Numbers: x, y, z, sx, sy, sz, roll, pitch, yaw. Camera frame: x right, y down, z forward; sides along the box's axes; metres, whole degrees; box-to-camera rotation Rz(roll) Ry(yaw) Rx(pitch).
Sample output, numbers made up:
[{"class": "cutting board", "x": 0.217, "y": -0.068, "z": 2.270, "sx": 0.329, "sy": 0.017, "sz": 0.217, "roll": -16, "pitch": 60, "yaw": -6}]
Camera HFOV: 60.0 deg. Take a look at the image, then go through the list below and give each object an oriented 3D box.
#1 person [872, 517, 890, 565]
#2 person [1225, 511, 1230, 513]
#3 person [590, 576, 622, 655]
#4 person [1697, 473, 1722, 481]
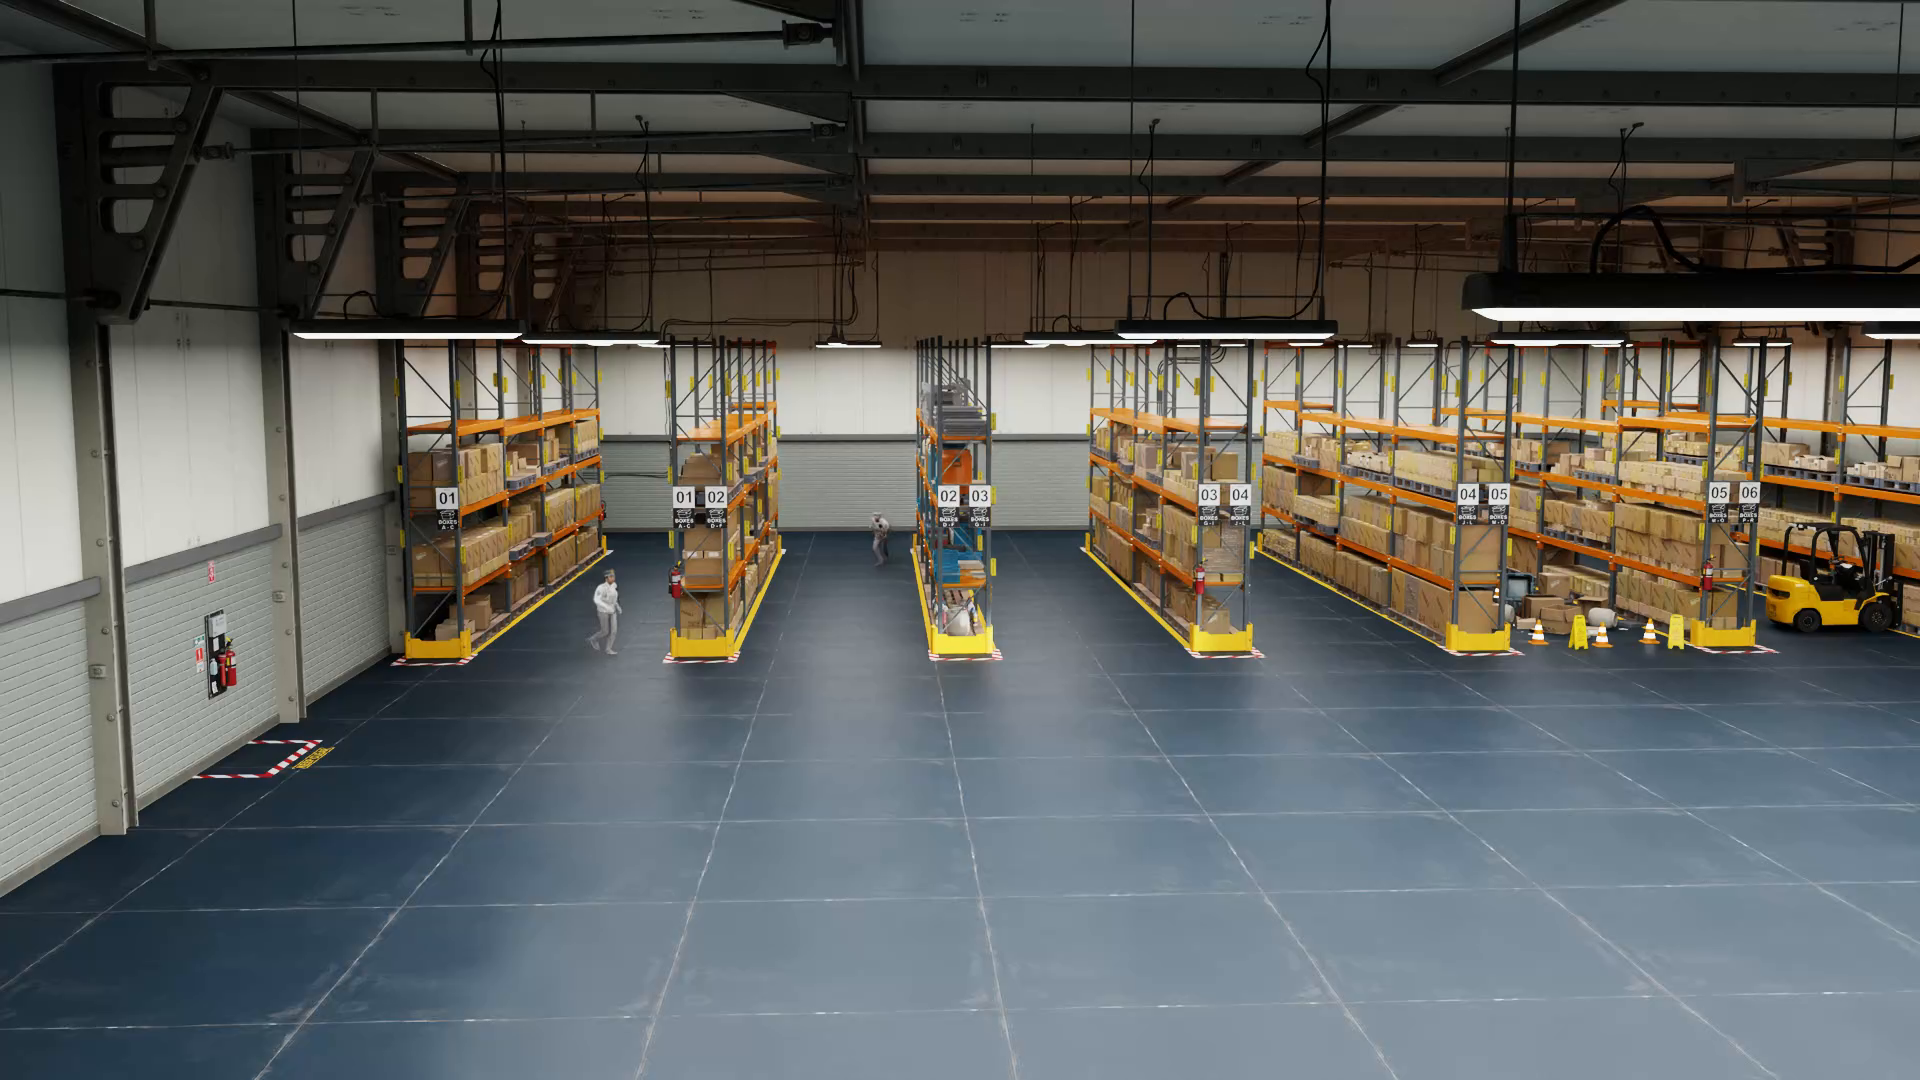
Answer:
[{"class": "person", "x": -2.078, "y": -0.057, "z": 44.831, "sx": 0.566, "sy": 1.450, "sz": 1.071, "roll": 2, "pitch": 7, "yaw": 21}, {"class": "person", "x": 7.838, "y": -0.643, "z": 48.702, "sx": 0.562, "sy": 1.690, "sz": 0.811, "roll": 1, "pitch": 7, "yaw": 13}, {"class": "person", "x": -6.726, "y": 1.371, "z": 31.491, "sx": 0.717, "sy": 1.606, "sz": 0.609, "roll": 5, "pitch": 8, "yaw": 40}, {"class": "person", "x": 15.550, "y": -0.013, "z": 35.575, "sx": 4.249, "sy": 3.279, "sz": 5.346, "roll": -2, "pitch": 7, "yaw": -20}]
